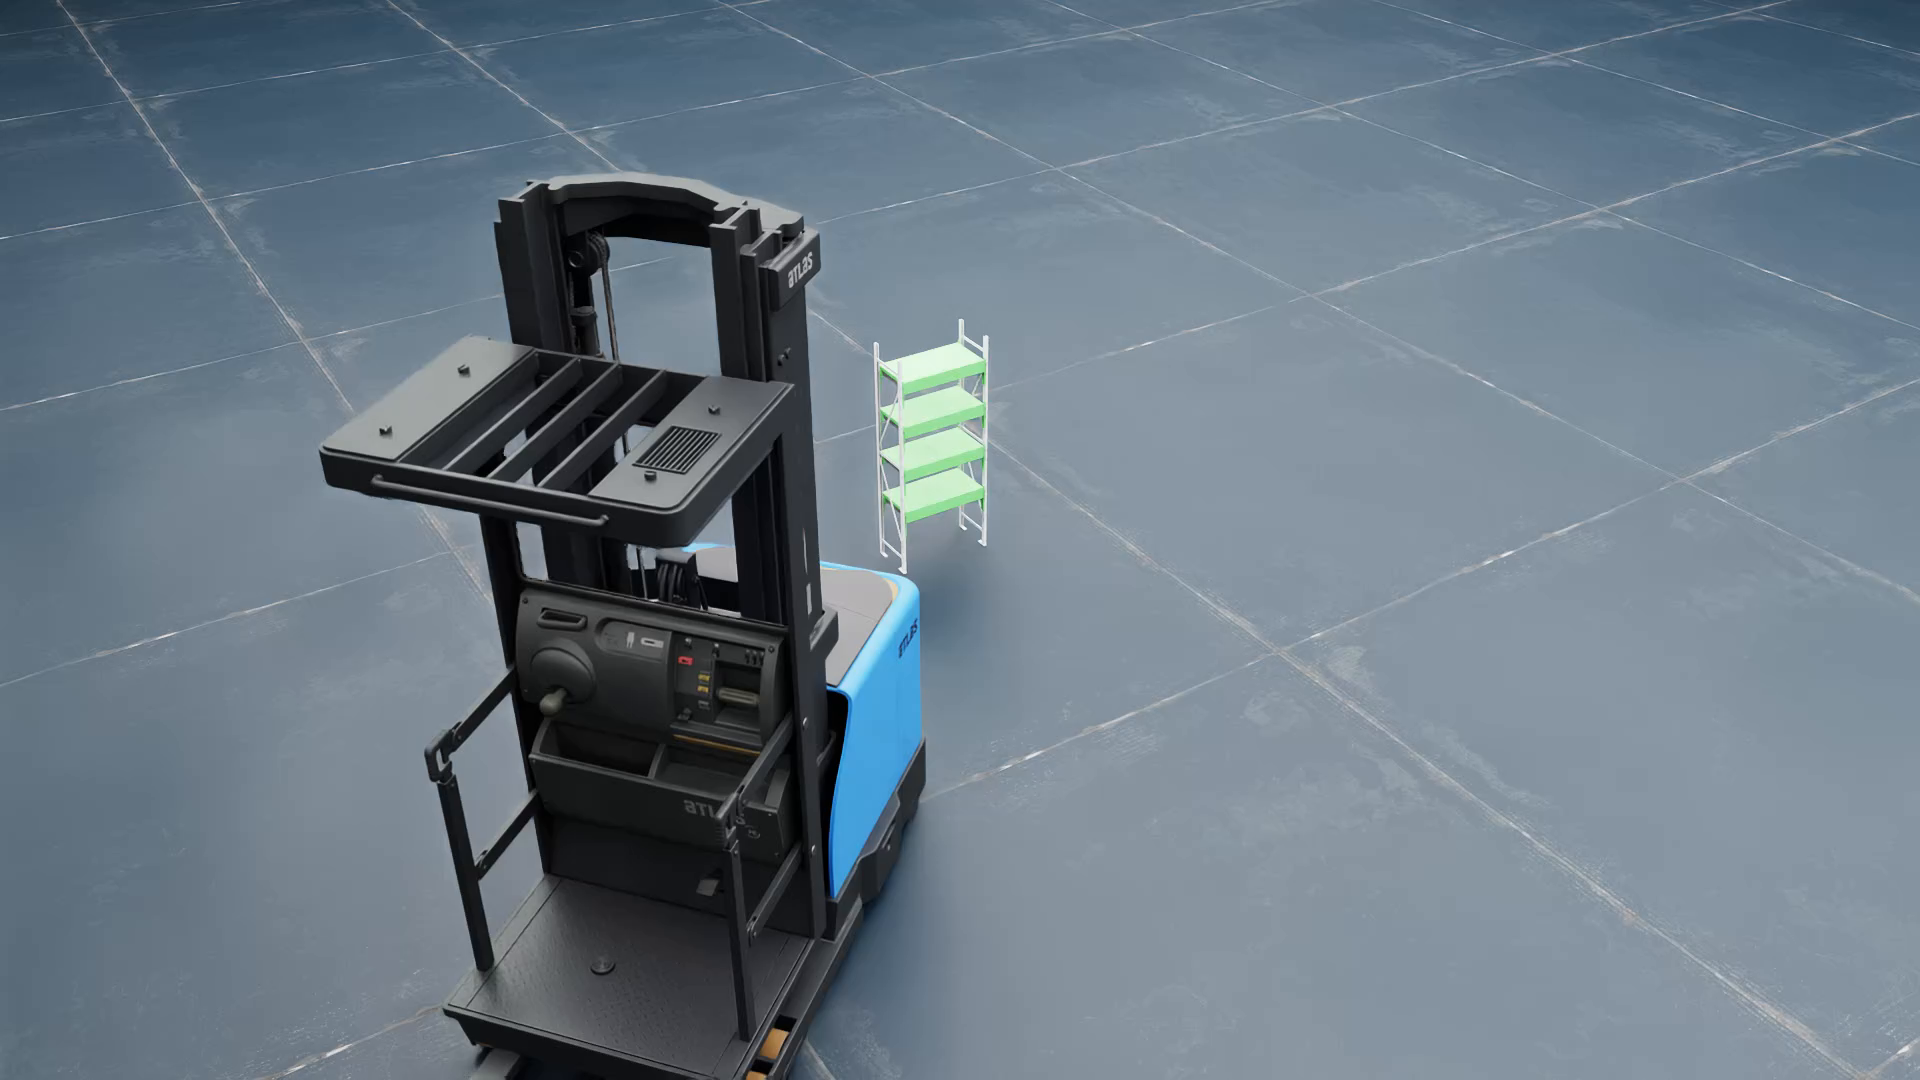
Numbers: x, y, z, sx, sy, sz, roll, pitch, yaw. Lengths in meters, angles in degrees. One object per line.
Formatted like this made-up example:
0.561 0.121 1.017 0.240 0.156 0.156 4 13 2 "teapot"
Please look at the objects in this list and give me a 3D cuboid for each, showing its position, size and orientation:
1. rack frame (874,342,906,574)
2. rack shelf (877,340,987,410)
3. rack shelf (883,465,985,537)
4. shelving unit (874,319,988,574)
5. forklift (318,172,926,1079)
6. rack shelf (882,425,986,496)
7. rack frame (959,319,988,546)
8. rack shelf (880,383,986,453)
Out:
-0.344 -0.389 8.242 0.015 1.200 0.240 -19 37 -27 "rack frame"
-0.139 -0.812 8.132 0.480 0.148 0.258 -19 37 -27 "rack shelf"
-0.139 -0.203 8.516 0.480 0.148 0.258 -19 37 -27 "rack shelf"
-0.139 -0.460 8.354 0.503 1.200 0.258 -19 37 -27 "shelving unit"
-1.086 0.482 5.238 1.130 2.935 3.031 10 34 15 "forklift"
-0.139 -0.406 8.388 0.480 0.148 0.258 -19 37 -27 "rack shelf"
0.066 -0.530 8.466 0.015 1.200 0.240 -19 37 -27 "rack frame"
-0.139 -0.609 8.260 0.480 0.148 0.258 -19 37 -27 "rack shelf"
